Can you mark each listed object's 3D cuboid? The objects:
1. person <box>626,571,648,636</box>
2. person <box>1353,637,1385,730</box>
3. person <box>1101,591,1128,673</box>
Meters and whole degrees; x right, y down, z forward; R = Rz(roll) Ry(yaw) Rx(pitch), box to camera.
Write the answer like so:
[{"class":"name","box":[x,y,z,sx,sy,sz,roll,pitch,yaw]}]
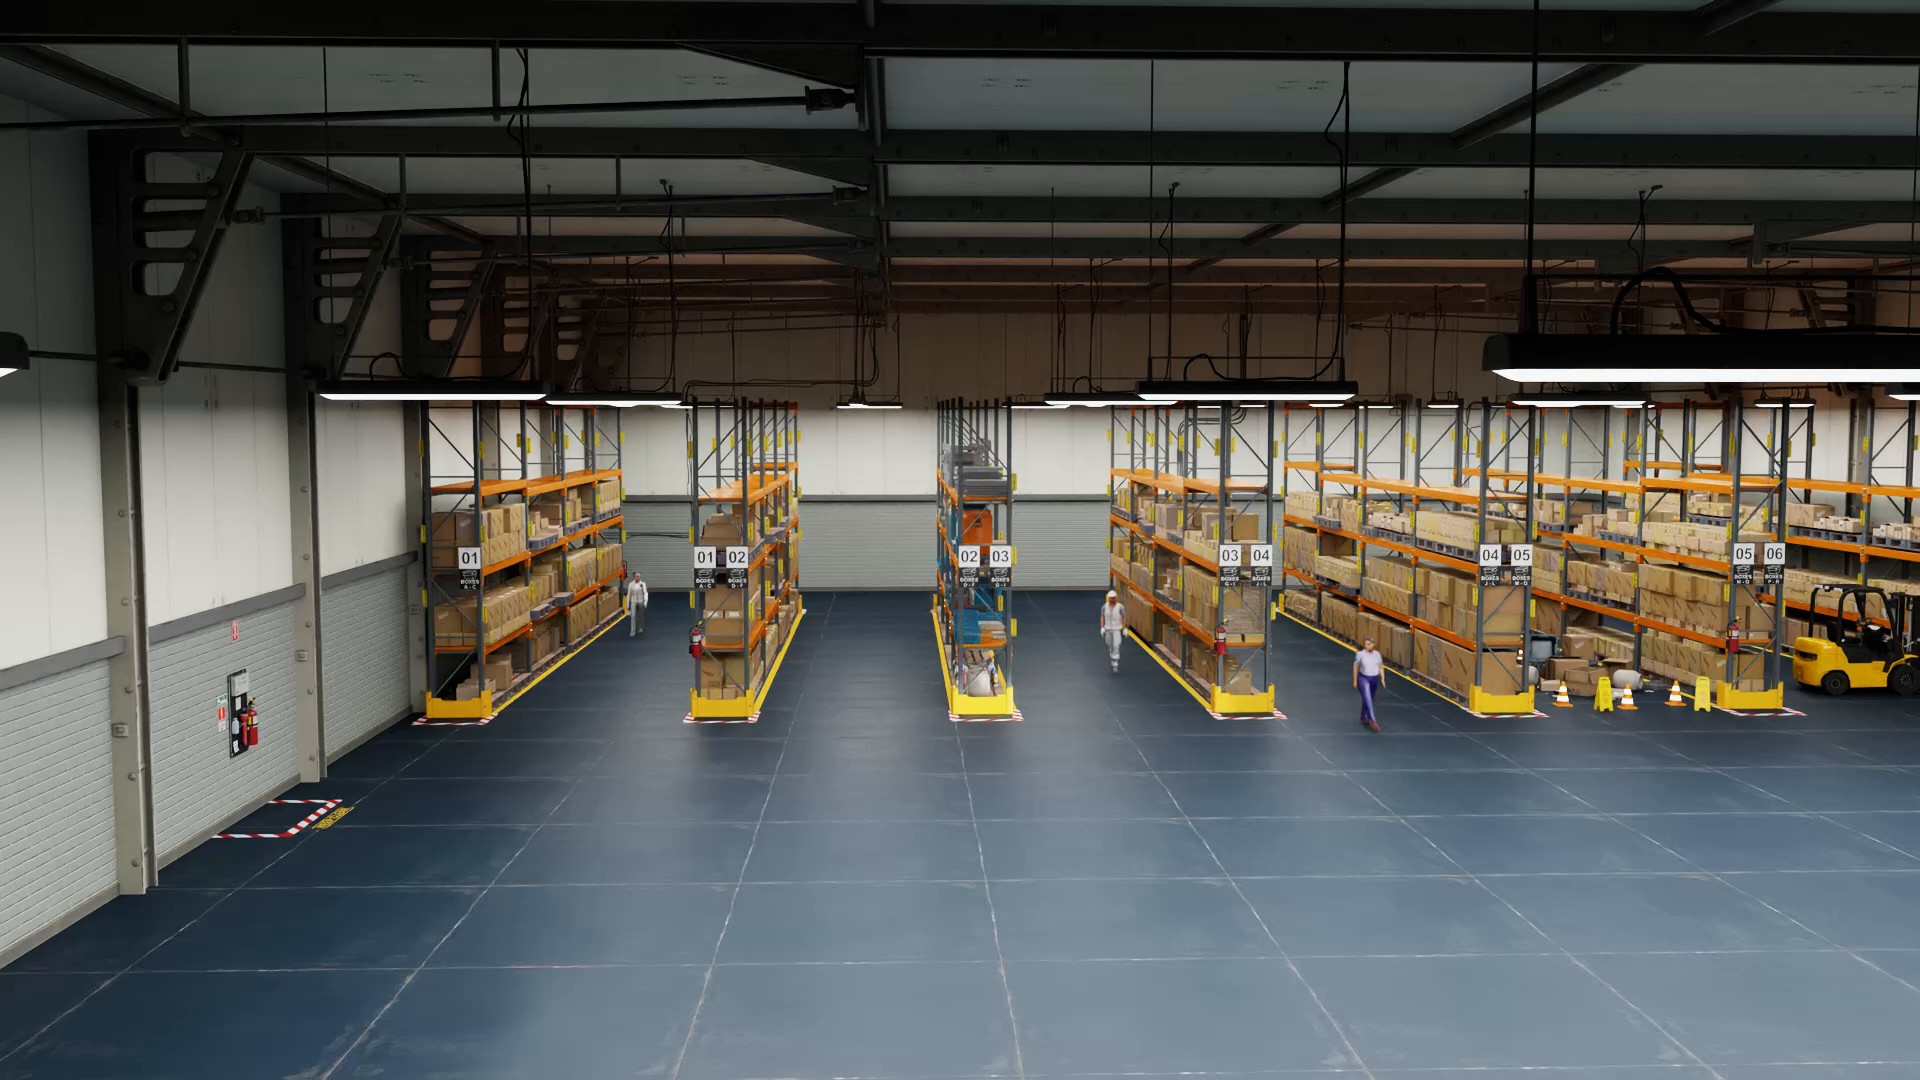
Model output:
[{"class":"person","box":[-8.259,1.599,42.503,0.556,1.621,1.015,-1,4,-11]},{"class":"person","box":[7.442,2.569,30.167,0.508,1.613,0.896,-1,5,-13]},{"class":"person","box":[3.357,1.990,36.641,0.578,1.746,0.877,2,5,25]}]
